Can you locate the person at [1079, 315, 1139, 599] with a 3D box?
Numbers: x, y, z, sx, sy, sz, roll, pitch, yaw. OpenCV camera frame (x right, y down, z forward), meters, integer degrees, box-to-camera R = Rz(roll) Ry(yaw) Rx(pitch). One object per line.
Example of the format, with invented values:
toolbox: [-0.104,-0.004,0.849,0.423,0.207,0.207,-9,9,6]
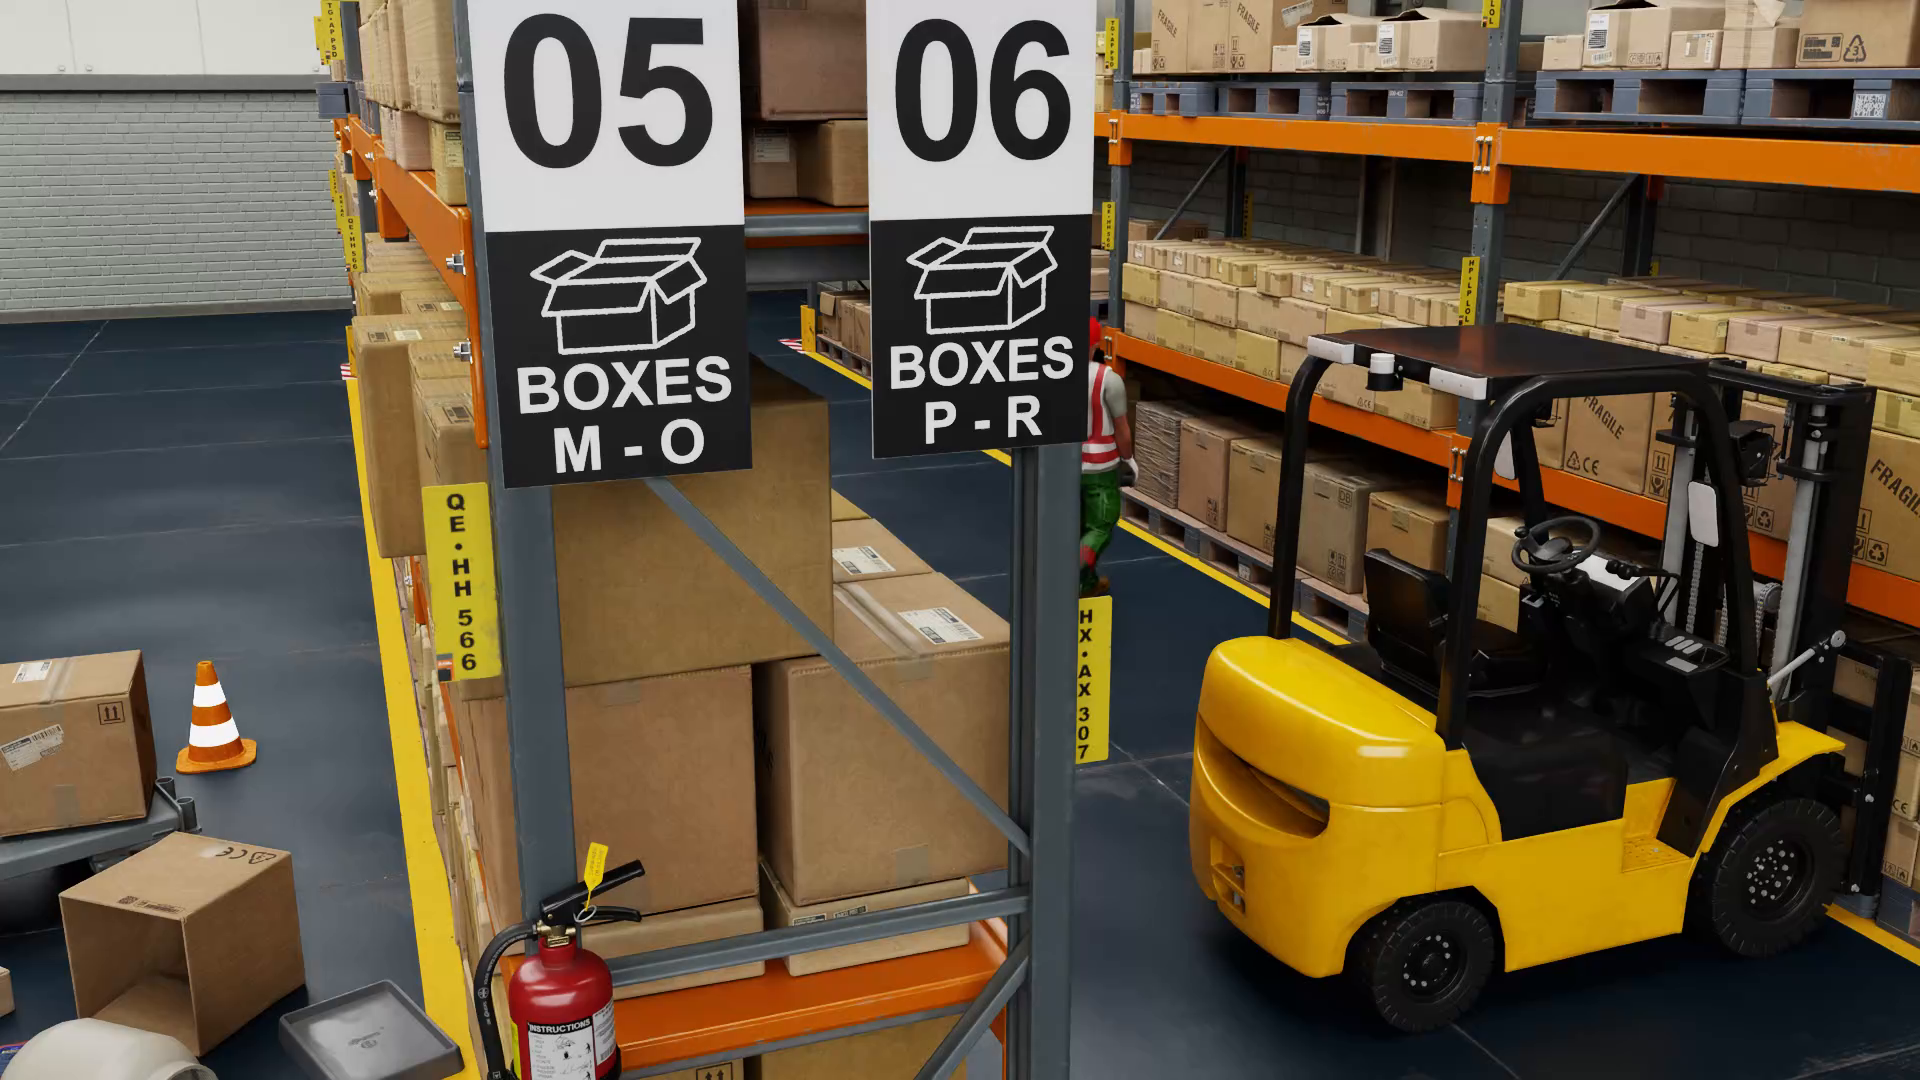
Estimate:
person: [0.718,-0.427,9.528,0.524,1.760,0.952,9,18,31]
